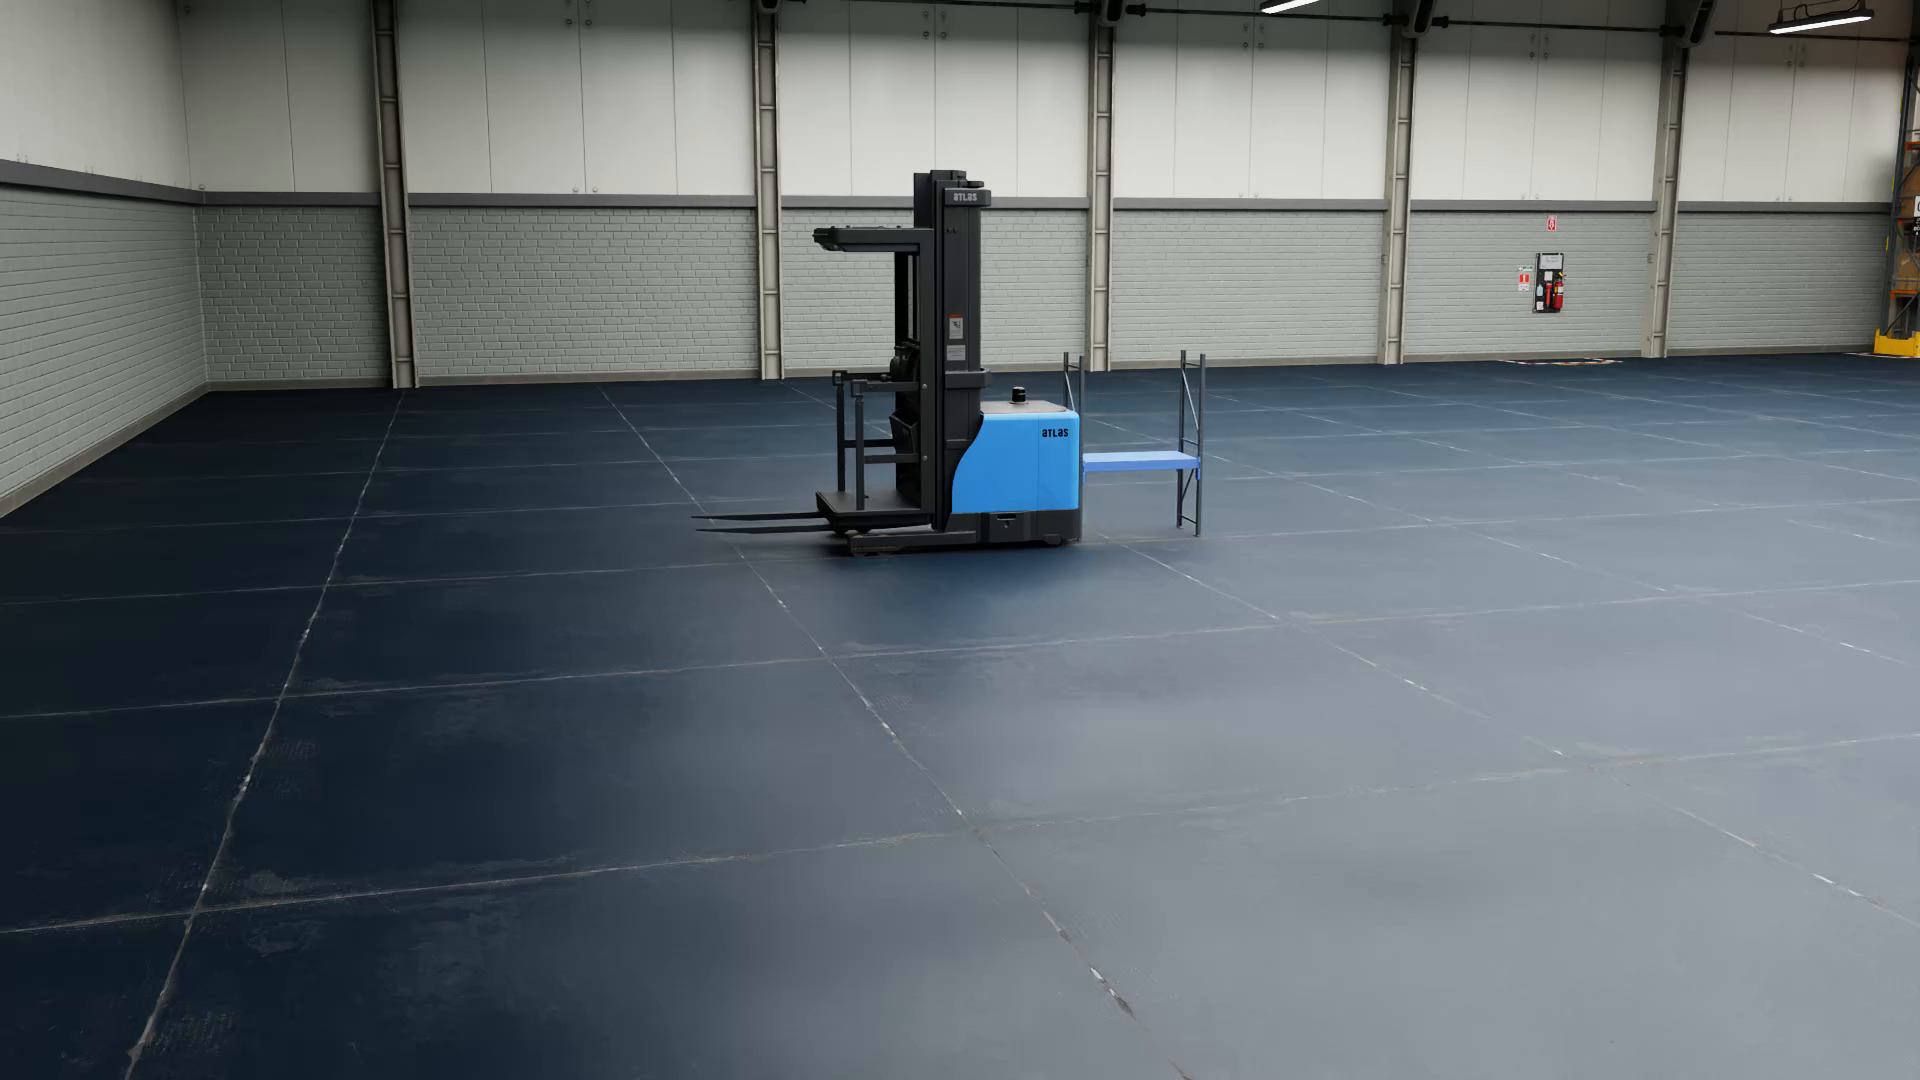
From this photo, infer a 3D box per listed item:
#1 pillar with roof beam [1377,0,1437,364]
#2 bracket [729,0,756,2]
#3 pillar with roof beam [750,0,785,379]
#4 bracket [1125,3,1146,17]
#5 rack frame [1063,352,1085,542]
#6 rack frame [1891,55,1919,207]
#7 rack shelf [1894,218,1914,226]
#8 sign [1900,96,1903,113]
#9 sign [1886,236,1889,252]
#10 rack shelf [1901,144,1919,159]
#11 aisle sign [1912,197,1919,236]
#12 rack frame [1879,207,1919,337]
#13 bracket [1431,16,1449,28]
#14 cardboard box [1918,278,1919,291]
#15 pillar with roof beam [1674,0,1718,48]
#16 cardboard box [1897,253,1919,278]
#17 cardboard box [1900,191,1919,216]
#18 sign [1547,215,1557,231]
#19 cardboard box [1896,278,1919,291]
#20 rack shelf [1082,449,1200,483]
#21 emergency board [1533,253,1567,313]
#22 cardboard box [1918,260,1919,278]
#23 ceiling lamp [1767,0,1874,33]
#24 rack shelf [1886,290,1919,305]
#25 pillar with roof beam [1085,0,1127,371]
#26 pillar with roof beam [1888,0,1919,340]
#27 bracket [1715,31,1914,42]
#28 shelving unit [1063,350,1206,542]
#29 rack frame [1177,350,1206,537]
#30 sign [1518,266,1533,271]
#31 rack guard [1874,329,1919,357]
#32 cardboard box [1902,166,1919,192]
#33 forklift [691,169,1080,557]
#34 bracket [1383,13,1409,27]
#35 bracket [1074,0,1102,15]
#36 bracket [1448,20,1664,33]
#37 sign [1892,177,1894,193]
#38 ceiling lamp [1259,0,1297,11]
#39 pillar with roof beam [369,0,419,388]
[{"bbox_3d":[9.473,-7.076,27.129,0.548,9.000,9.100,-3,11,-16],"label":"pillar with roof beam"},{"bbox_3d":[-3.551,-8.905,27.120,0.430,0.232,0.235,-3,11,-16],"label":"bracket"},{"bbox_3d":[-2.049,-6.469,23.830,0.548,9.000,9.100,-3,11,-16],"label":"pillar with roof beam"},{"bbox_3d":[3.006,-9.250,28.997,0.430,0.232,0.235,-3,11,-16],"label":"bracket"},{"bbox_3d":[0.922,-0.768,13.576,0.032,1.500,0.500,-2,11,-12],"label":"rack frame"},{"bbox_3d":[19.361,-8.246,33.483,0.127,3.000,1.000,-3,11,-16],"label":"rack frame"},{"bbox_3d":[21.281,-6.518,34.370,4.000,0.370,1.077,-3,11,-16],"label":"rack shelf"},{"bbox_3d":[19.225,-8.881,33.914,0.005,0.325,0.100,-3,11,-16],"label":"sign"},{"bbox_3d":[19.225,-6.118,34.422,0.005,0.325,0.100,-3,11,-16],"label":"sign"},{"bbox_3d":[21.281,-7.992,34.098,4.000,0.370,1.077,-3,11,-16],"label":"rack shelf"},{"bbox_3d":[19.376,-6.518,33.488,0.004,0.787,0.394,-3,11,-16],"label":"aisle sign"},{"bbox_3d":[19.361,-5.295,34.026,0.127,3.000,1.000,-3,11,-16],"label":"rack frame"},{"bbox_3d":[8.767,-9.554,30.647,0.430,0.232,0.235,-3,11,-16],"label":"bracket"},{"bbox_3d":[19.918,-5.201,33.872,0.500,0.250,0.500,-3,11,-18],"label":"cardboard box"},{"bbox_3d":[15.287,-10.303,28.053,0.548,2.987,8.718,-3,11,-16],"label":"pillar with roof beam"},{"bbox_3d":[19.754,-5.661,34.300,0.500,0.500,0.500,-3,11,-17],"label":"cardboard box"},{"bbox_3d":[19.691,-6.895,34.098,0.500,0.500,0.500,-2,11,-12],"label":"cardboard box"},{"bbox_3d":[11.611,-6.216,32.625,0.199,0.298,0.001,-3,11,-16],"label":"sign"},{"bbox_3d":[19.756,-5.289,34.350,0.500,0.250,0.500,-3,11,-15],"label":"cardboard box"},{"bbox_3d":[1.418,-0.611,13.717,1.000,0.185,0.538,-2,11,-12],"label":"rack shelf"},{"bbox_3d":[11.647,-5.059,32.743,0.643,1.169,0.194,-3,11,-16],"label":"emergency board"},{"bbox_3d":[19.903,-5.572,33.818,0.500,0.500,0.500,-3,11,-16],"label":"cardboard box"},{"bbox_3d":[14.000,-10.062,27.225,0.800,3.185,2.000,-3,11,-16],"label":"ceiling lamp"},{"bbox_3d":[21.281,-5.043,34.641,4.000,0.370,1.077,-3,11,-16],"label":"rack shelf"},{"bbox_3d":[3.712,-6.772,25.479,0.548,9.000,9.100,-3,11,-16],"label":"pillar with roof beam"},{"bbox_3d":[20.995,-7.683,30.427,0.548,9.000,9.100,-3,11,-16],"label":"pillar with roof beam"},{"bbox_3d":[17.002,-9.988,33.004,4.783,0.066,0.076,-3,11,-16],"label":"bracket"},{"bbox_3d":[1.418,-0.788,13.685,1.048,1.500,0.538,-2,11,-12],"label":"shelving unit"},{"bbox_3d":[1.914,-0.808,13.793,0.032,1.500,0.500,-2,11,-12],"label":"rack frame"},{"bbox_3d":[11.094,-5.326,32.630,0.331,0.109,0.001,-3,11,-16],"label":"sign"},{"bbox_3d":[19.434,-4.070,34.273,0.348,0.500,1.175,-3,11,-16],"label":"rack guard"},{"bbox_3d":[19.702,-7.389,34.019,0.500,0.500,0.500,-3,11,-13],"label":"cardboard box"},{"bbox_3d":[-0.616,-1.417,13.147,3.031,2.935,1.130,-2,11,-12],"label":"forklift"},{"bbox_3d":[7.970,-9.512,30.418,0.430,0.232,0.235,-3,11,-16],"label":"bracket"},{"bbox_3d":[2.209,-9.208,28.769,0.430,0.232,0.235,-3,11,-16],"label":"bracket"},{"bbox_3d":[11.241,-9.684,31.355,4.783,0.066,0.076,-3,11,-16],"label":"bracket"},{"bbox_3d":[19.225,-7.304,34.204,0.005,0.325,0.100,-3,11,-16],"label":"sign"},{"bbox_3d":[4.830,-9.599,24.596,0.800,3.144,2.000,-3,11,-16],"label":"ceiling lamp"},{"bbox_3d":[-7.810,-6.165,22.181,0.548,9.000,9.100,-3,11,-16],"label":"pillar with roof beam"}]
